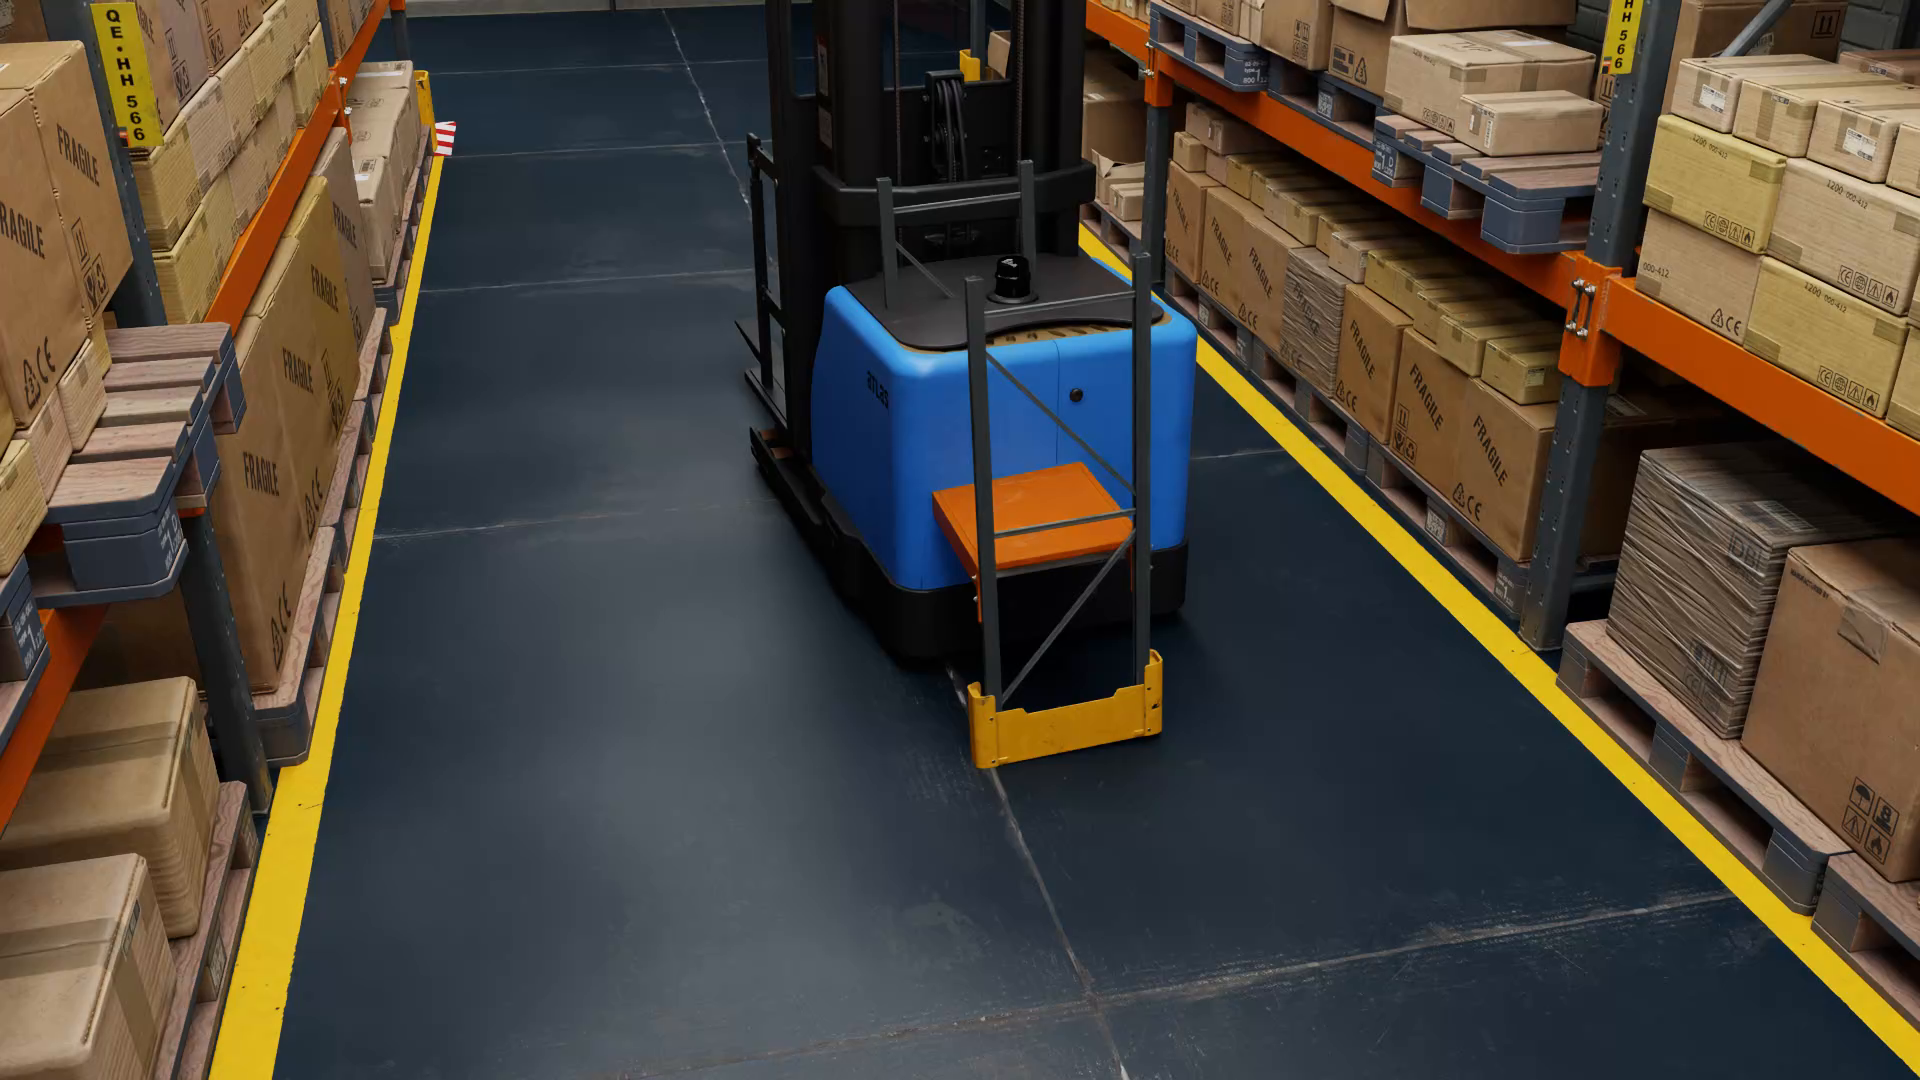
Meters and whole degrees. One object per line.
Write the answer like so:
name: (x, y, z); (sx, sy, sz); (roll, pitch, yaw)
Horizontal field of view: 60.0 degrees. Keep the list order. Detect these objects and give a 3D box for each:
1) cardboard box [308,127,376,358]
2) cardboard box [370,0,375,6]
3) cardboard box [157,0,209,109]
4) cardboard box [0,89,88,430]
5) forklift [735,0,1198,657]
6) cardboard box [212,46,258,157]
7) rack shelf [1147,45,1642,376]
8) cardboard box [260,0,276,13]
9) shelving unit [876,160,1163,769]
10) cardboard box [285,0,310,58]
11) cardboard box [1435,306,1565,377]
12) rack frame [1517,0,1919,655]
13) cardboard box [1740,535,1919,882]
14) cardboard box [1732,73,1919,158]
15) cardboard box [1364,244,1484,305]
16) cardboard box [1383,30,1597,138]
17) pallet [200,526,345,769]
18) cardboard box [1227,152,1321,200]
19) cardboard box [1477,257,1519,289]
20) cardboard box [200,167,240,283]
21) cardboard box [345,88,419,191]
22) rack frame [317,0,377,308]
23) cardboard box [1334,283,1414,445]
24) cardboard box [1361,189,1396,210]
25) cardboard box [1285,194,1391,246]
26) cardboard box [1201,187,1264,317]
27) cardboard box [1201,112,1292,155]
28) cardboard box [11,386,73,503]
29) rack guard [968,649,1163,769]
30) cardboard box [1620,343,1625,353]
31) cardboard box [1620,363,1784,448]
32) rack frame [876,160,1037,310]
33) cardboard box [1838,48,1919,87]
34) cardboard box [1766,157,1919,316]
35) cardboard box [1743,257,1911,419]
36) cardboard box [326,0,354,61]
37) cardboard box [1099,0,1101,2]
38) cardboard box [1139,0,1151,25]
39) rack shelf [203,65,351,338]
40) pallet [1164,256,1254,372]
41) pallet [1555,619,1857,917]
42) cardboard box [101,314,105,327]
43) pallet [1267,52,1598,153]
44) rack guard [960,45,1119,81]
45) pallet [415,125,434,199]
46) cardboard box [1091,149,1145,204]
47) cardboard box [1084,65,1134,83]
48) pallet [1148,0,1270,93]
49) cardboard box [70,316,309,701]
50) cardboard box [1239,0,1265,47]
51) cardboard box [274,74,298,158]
cardboard box: (-3.140, -1.264, 7.317); (0.875, 0.875, 0.875); (-5, 27, -10)
cardboard box: (-3.540, -3.233, 9.215); (0.500, 0.500, 0.500); (-5, 27, -10)
cardboard box: (-2.450, -1.482, 4.637); (0.500, 0.500, 0.500); (-6, 27, -11)
cardboard box: (-1.956, -0.501, 3.006); (0.500, 0.500, 0.500); (-6, 27, -12)
forklift: (-0.217, -1.574, 6.116); (1.130, 2.935, 3.031); (-9, 28, -18)
cardboard box: (-2.546, -1.384, 5.274); (0.500, 0.250, 0.500); (-6, 27, -12)
rack shelf: (1.928, -1.595, 6.880); (1.077, 0.370, 4.000); (-6, 27, -12)
cardboard box: (-2.793, -2.158, 5.976); (0.500, 0.500, 0.500); (-5, 27, -10)
shelving unit: (0.154, -0.268, 5.086); (0.587, 1.500, 1.083); (-10, 28, -12)
cardboard box: (-2.902, -2.058, 6.609); (0.500, 0.250, 0.500); (-5, 27, -10)
cardboard box: (1.929, -0.707, 5.911); (0.380, 0.149, 0.250); (-7, 28, -14)
rack frame: (2.379, -1.039, 4.979); (1.000, 3.000, 0.127); (-6, 27, -12)
cardboard box: (2.661, 0.395, 4.307); (0.875, 0.625, 0.625); (-5, 27, -10)
cardboard box: (2.225, -1.086, 4.242); (0.380, 0.149, 0.250); (-5, 27, -10)
cardboard box: (1.841, -1.057, 6.604); (0.380, 0.149, 0.250); (-6, 27, -12)
cardboard box: (1.826, -1.589, 5.770); (0.500, 0.250, 0.500); (-7, 28, -14)
pallet: (-2.561, 0.358, 5.306); (1.003, 0.211, 1.213); (-6, 27, -12)
cardboard box: (1.506, -1.746, 7.968); (0.380, 0.149, 0.250); (-7, 28, -14)
cardboard box: (2.320, -1.119, 6.726); (0.380, 0.149, 0.250); (-7, 28, -13)
cardboard box: (-2.454, -0.930, 4.930); (0.500, 0.250, 0.500); (-7, 28, -13)
cardboard box: (-3.799, -2.408, 10.069); (0.875, 0.438, 0.875); (-5, 27, -10)
rack frame: (-3.358, -2.289, 7.456); (1.000, 3.000, 0.127); (-6, 27, -12)
cardboard box: (1.851, -0.724, 6.664); (0.500, 0.500, 0.500); (-5, 27, -9)
cardboard box: (2.062, -1.566, 7.613); (0.380, 0.149, 0.250); (-5, 27, -10)
cardboard box: (1.654, -1.404, 7.292); (0.380, 0.149, 0.250); (-5, 27, -10)
cardboard box: (1.497, -1.398, 7.999); (0.500, 0.500, 0.500); (-6, 27, -12)
cardboard box: (1.404, -1.995, 8.131); (0.380, 0.149, 0.250); (-7, 28, -14)
cardboard box: (-1.873, -0.160, 3.052); (0.380, 0.149, 0.250); (-7, 28, -14)
rack guard: (0.317, 0.502, 4.948); (0.587, 0.250, 0.087); (-10, 28, -12)
cardboard box: (2.531, -0.780, 6.054); (0.380, 0.149, 0.250); (-5, 27, -10)
cardboard box: (2.557, -0.324, 5.870); (0.500, 0.500, 0.500); (-5, 27, -10)
rack frame: (0.022, -0.486, 5.516); (0.500, 1.500, 0.032); (-10, 28, -12)
cardboard box: (2.649, -1.250, 4.568); (0.380, 0.149, 0.250); (-5, 27, -10)
cardboard box: (2.353, -0.755, 4.029); (0.500, 0.250, 0.500); (-5, 27, -10)
cardboard box: (2.349, -0.531, 4.139); (0.500, 0.250, 0.500); (-7, 28, -13)
cardboard box: (-3.208, -2.566, 7.894); (0.500, 0.500, 0.500); (-5, 27, -10)
cardboard box: (0.965, -3.138, 9.418); (0.380, 0.149, 0.250); (-5, 27, -10)
cardboard box: (1.159, -2.797, 8.741); (0.380, 0.149, 0.250); (-6, 27, -11)
rack shelf: (-2.907, -1.090, 5.878); (1.077, 0.370, 4.000); (-6, 27, -12)
pallet: (1.698, -1.196, 8.386); (1.003, 0.211, 1.213); (-6, 27, -12)
pallet: (2.526, 0.572, 4.883); (1.003, 0.211, 1.213); (-6, 27, -12)
cardboard box: (-2.153, -0.488, 3.701); (0.380, 0.149, 0.250); (-5, 27, -10)
pallet: (1.936, -1.806, 6.712); (1.003, 0.211, 1.213); (-6, 27, -12)
rack guard: (0.593, -3.401, 12.434); (1.175, 0.500, 0.348); (-6, 27, -12)
pallet: (-4.003, -2.457, 10.883); (1.003, 0.211, 1.213); (-6, 27, -12)
cardboard box: (0.985, -2.133, 9.715); (0.396, 0.266, 0.258); (-5, 27, -10)
cardboard box: (0.798, -2.723, 10.623); (0.500, 0.500, 0.500); (-5, 27, -11)
pallet: (1.551, -2.347, 7.784); (1.003, 0.211, 1.213); (-6, 27, -12)
cardboard box: (-2.531, -0.083, 4.978); (0.875, 0.875, 0.875); (-6, 27, -12)
cardboard box: (1.417, -2.273, 7.108); (0.396, 0.266, 0.258); (-5, 27, -9)
cardboard box: (-2.802, -1.603, 6.264); (0.500, 0.250, 0.500); (-7, 28, -13)
